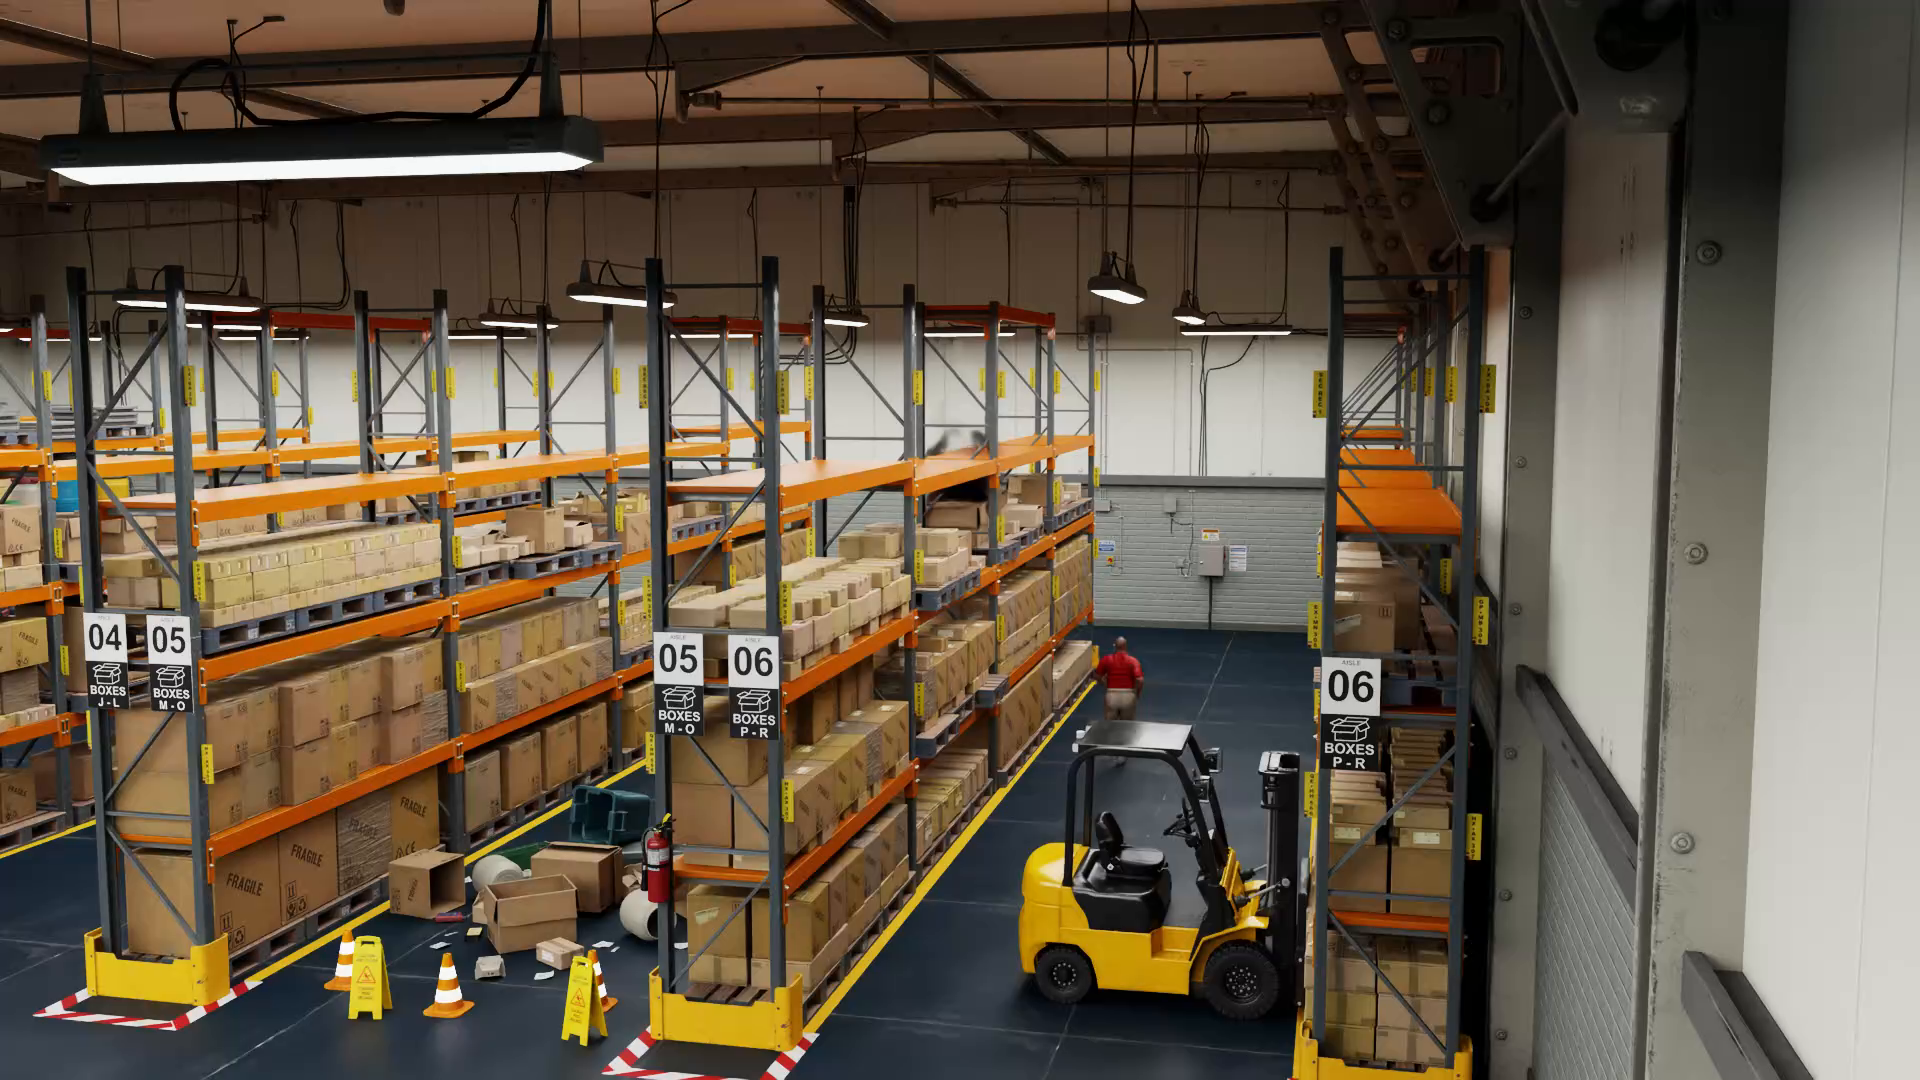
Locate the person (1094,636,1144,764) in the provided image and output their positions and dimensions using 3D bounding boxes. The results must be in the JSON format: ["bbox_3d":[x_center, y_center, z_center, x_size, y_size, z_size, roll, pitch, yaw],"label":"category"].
[{"bbox_3d":[2.084,2.095,21.707,0.655,1.678,0.641,2,6,16],"label":"person"}]
